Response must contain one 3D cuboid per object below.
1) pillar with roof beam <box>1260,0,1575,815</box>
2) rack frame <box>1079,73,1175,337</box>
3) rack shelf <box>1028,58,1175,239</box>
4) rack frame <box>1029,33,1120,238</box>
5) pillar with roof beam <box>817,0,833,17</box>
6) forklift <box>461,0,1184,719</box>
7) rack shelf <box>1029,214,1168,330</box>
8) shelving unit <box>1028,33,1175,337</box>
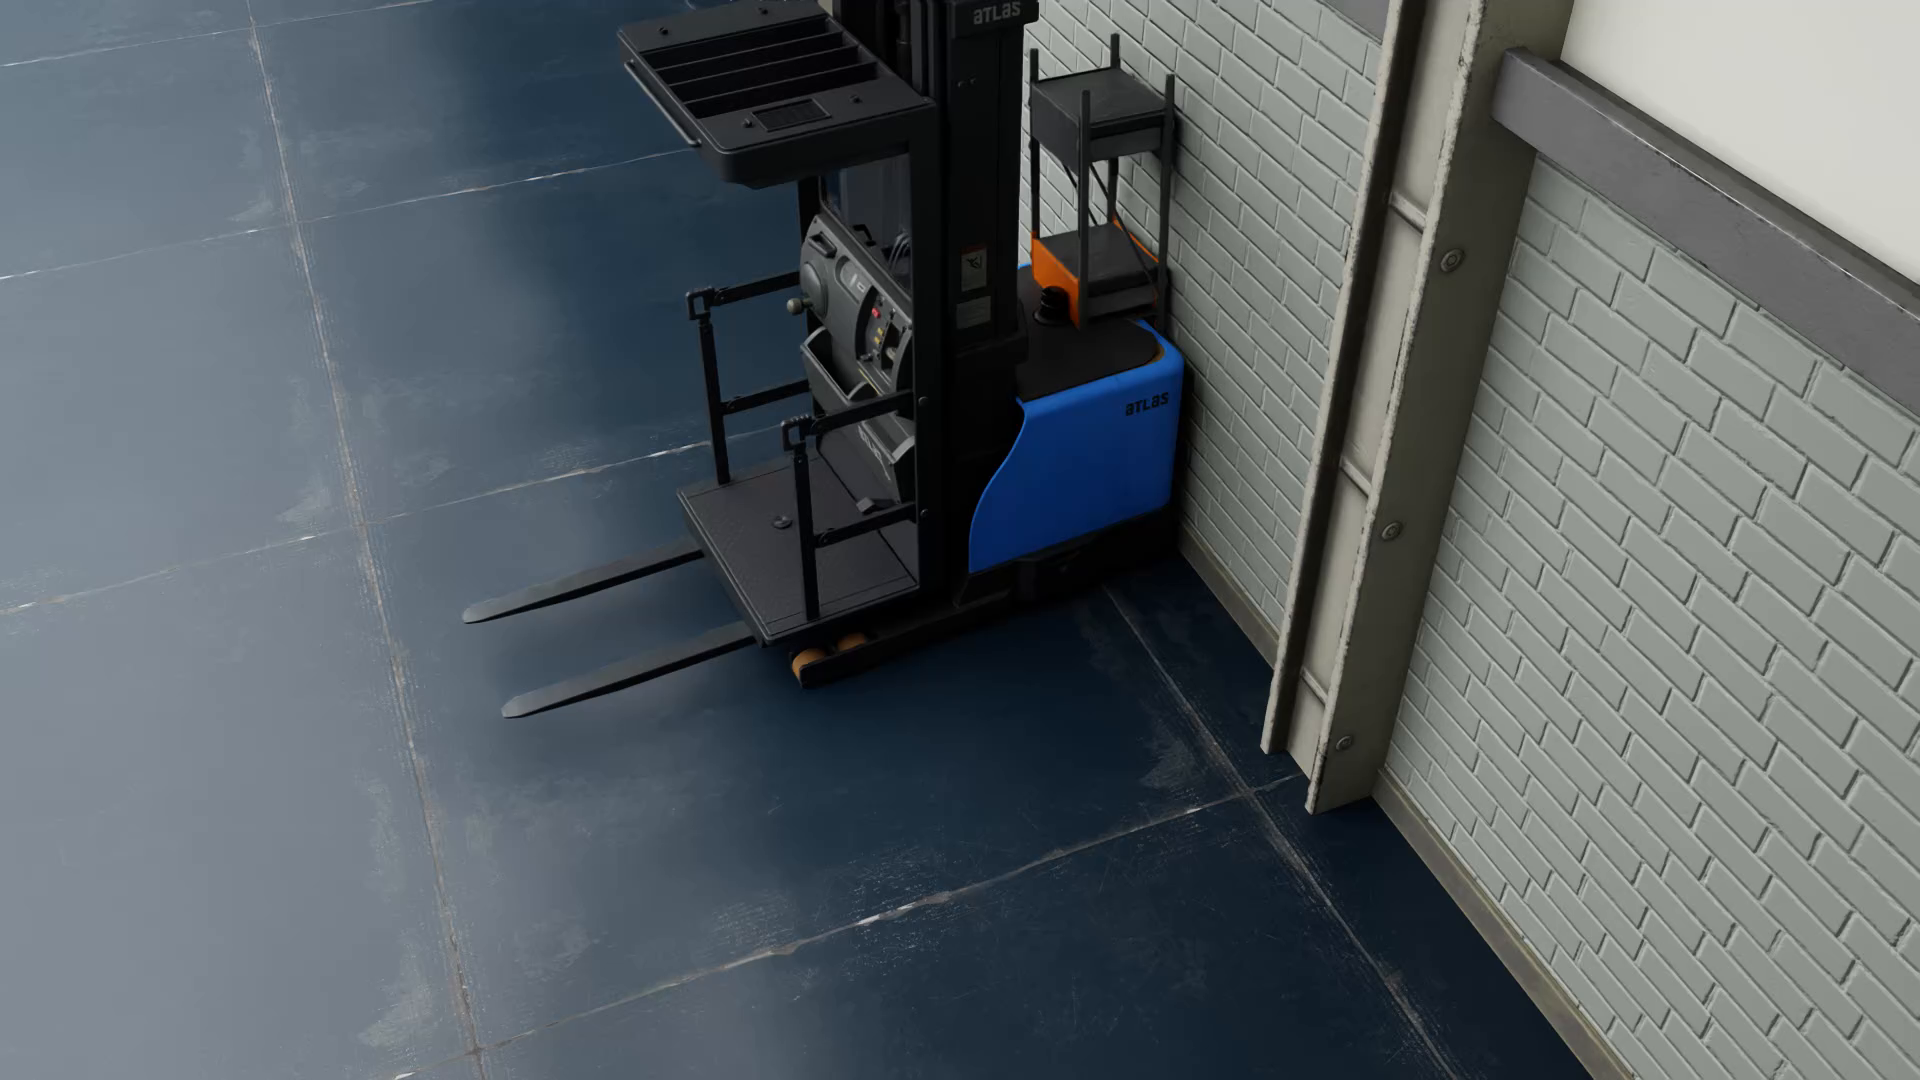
[{"bbox_3d":[-2.552,-1.430,2.430,9.100,9.000,0.400,-15,43,-17],"label":"pillar with roof beam"},{"bbox_3d":[0.688,-0.930,7.057,0.400,2.100,0.015,-15,39,-16],"label":"rack frame"},{"bbox_3d":[0.572,-1.611,6.826,0.431,0.518,0.480,-15,39,-16],"label":"rack shelf"},{"bbox_3d":[0.506,-1.198,7.422,0.400,2.100,0.015,-15,39,-16],"label":"rack frame"},{"bbox_3d":[-4.847,-5.045,6.633,9.100,9.000,0.400,-15,43,-17],"label":"pillar with roof beam"},{"bbox_3d":[-0.595,-0.892,6.458,3.031,2.935,1.130,-19,44,-20],"label":"forklift"},{"bbox_3d":[0.597,-1.053,7.248,0.431,0.518,0.480,-15,39,-16],"label":"rack shelf"},{"bbox_3d":[0.597,-1.064,7.240,0.431,2.100,0.503,-15,39,-16],"label":"shelving unit"}]
